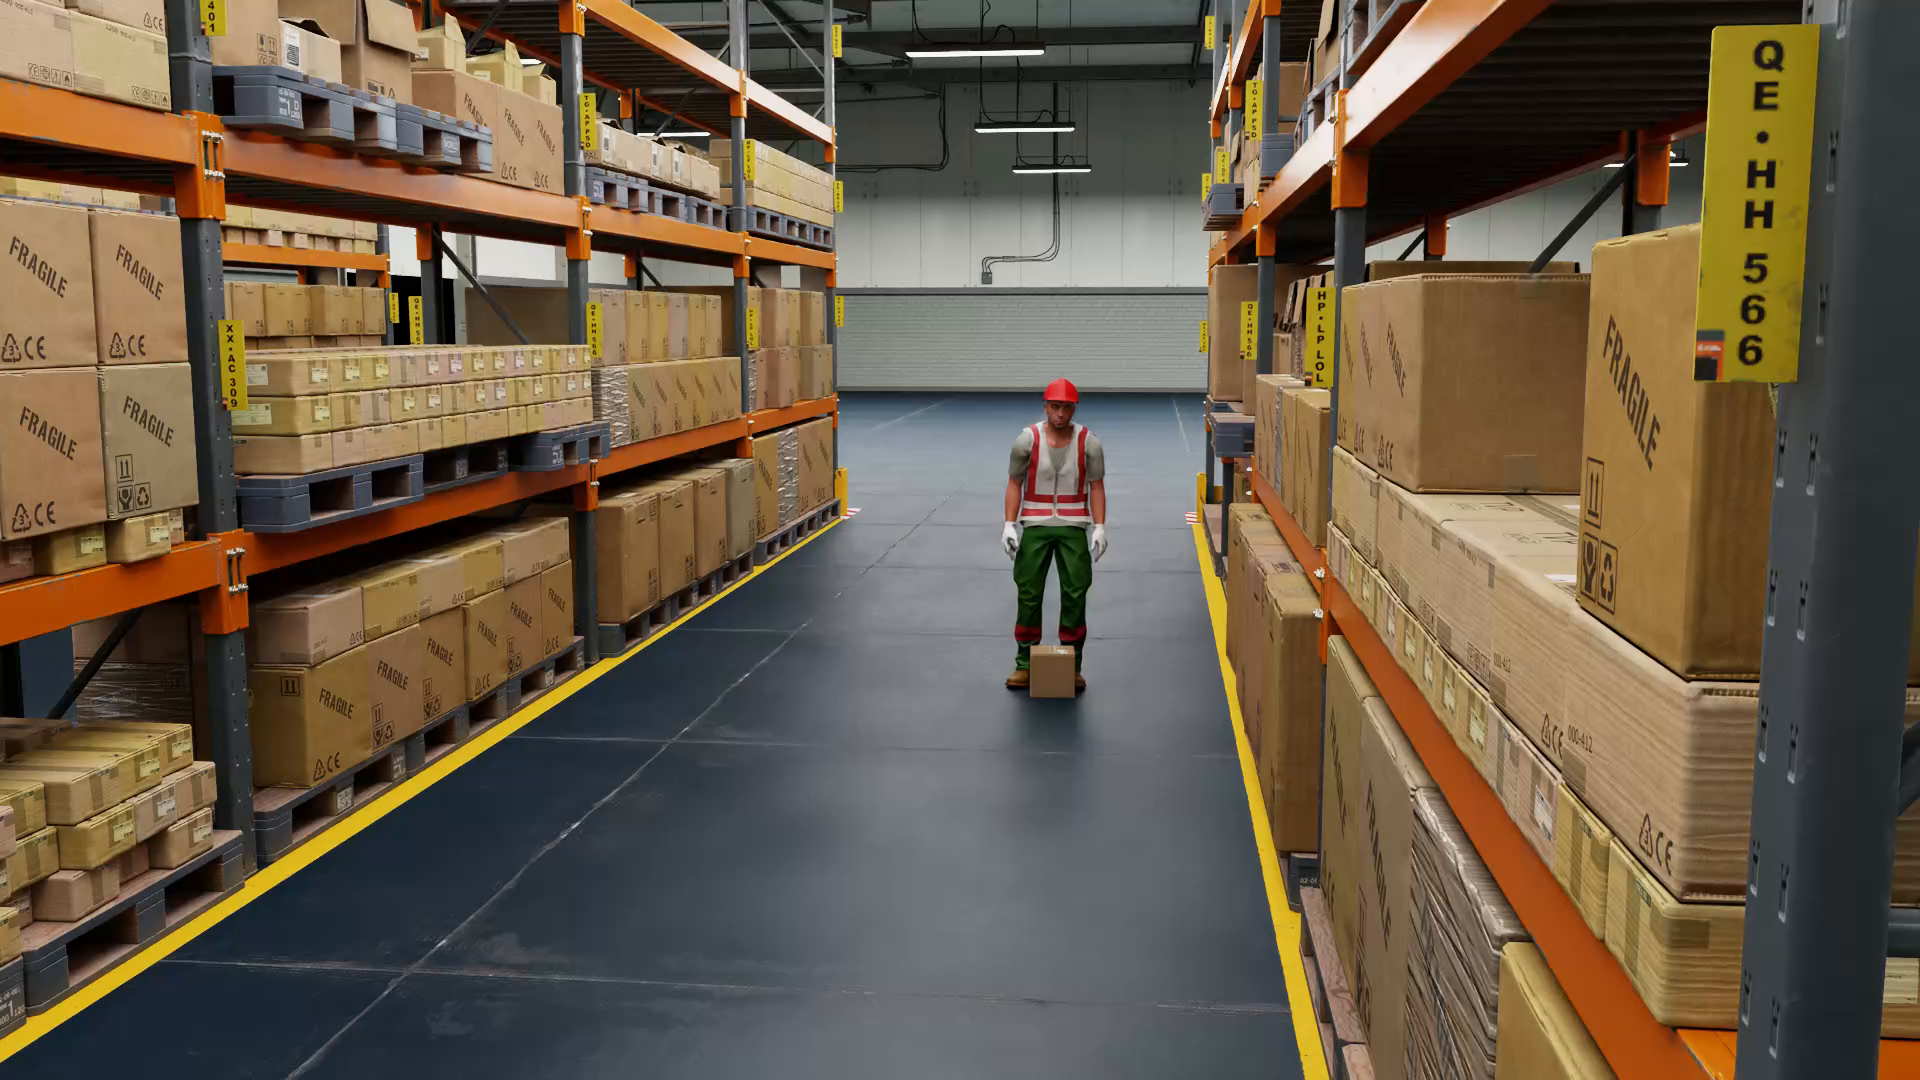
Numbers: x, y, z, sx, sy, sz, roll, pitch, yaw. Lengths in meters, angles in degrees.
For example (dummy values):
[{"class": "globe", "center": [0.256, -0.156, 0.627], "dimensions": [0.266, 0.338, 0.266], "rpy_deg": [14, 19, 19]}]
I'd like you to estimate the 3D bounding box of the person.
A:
[{"class": "person", "center": [0.544, -0.040, 9.544], "dimensions": [0.610, 1.777, 0.451], "rpy_deg": [0, 8, 3]}]
